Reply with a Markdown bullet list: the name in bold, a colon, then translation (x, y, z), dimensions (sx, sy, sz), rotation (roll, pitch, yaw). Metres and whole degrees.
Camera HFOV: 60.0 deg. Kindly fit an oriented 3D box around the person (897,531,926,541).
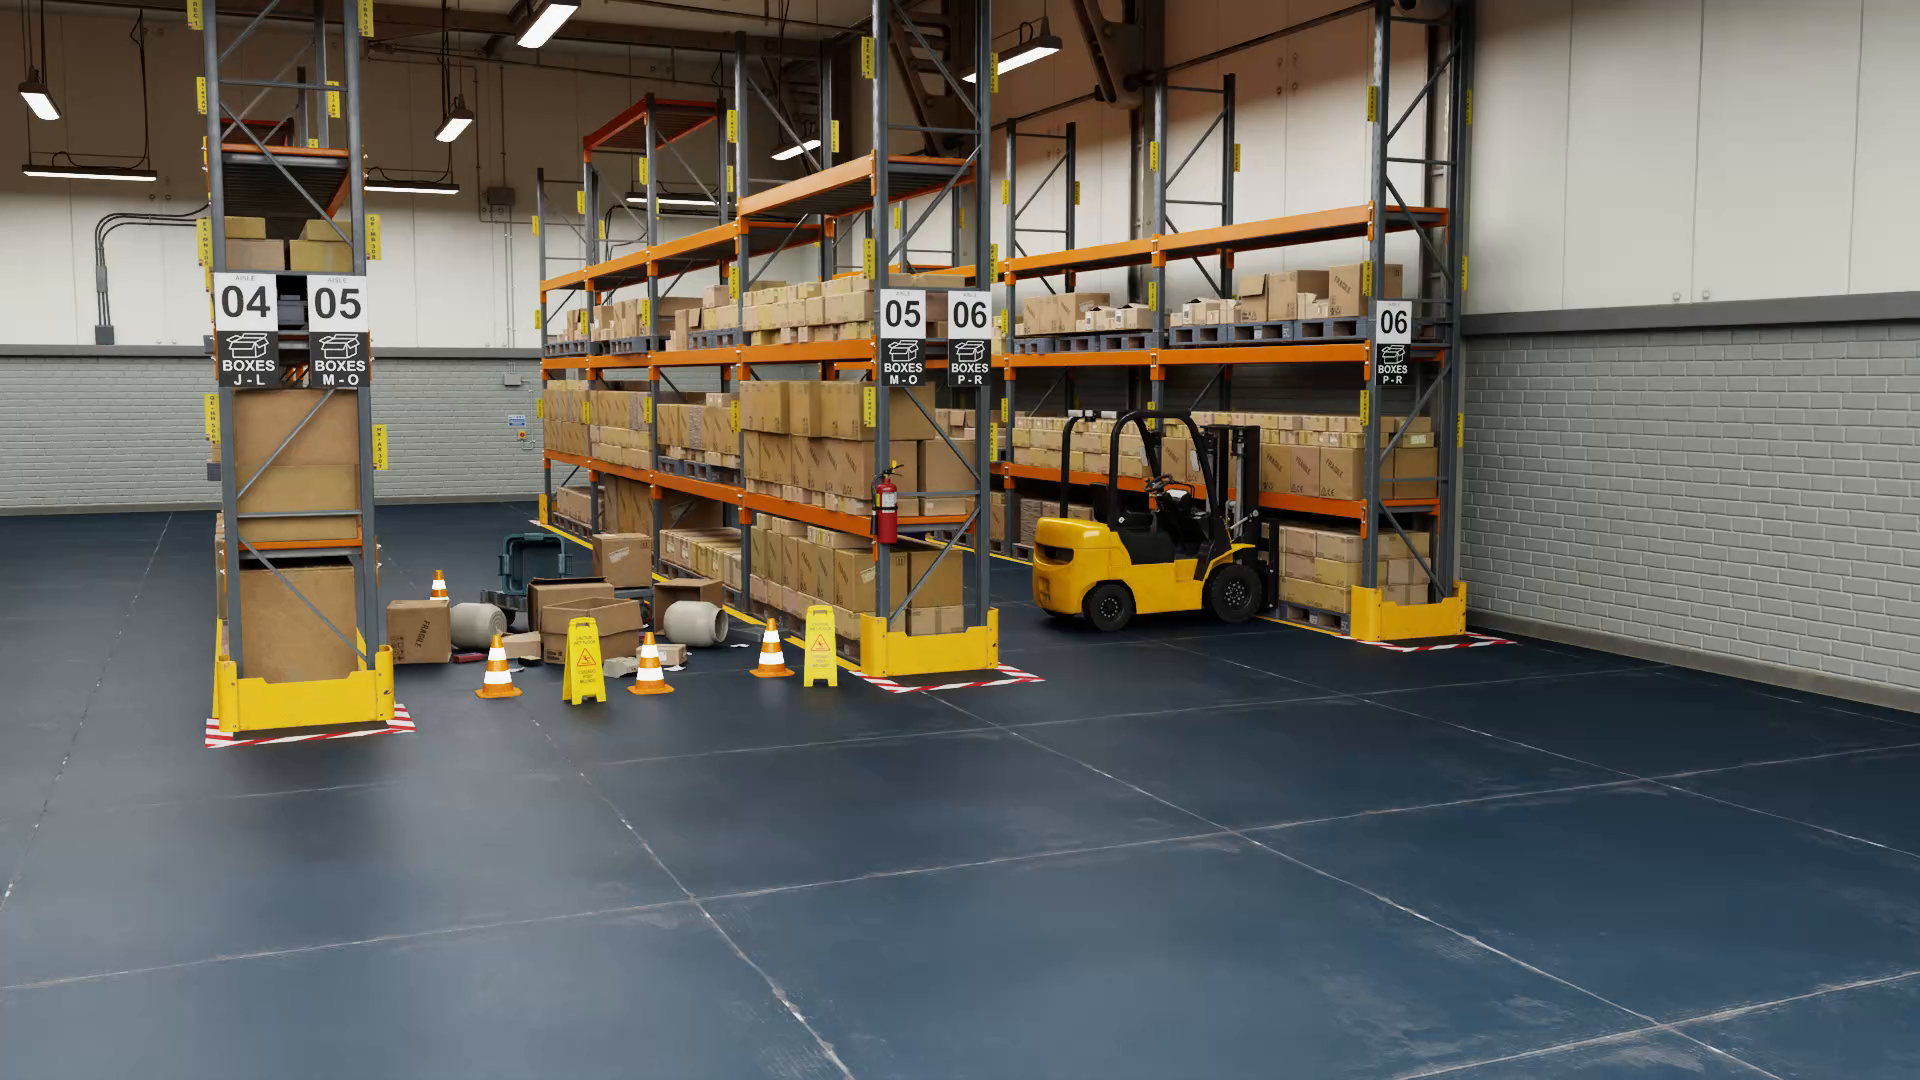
- **person**: translation (-0.608, -0.169, 18.817), dimensions (0.540, 1.651, 0.421), rotation (-2, 6, -24)
